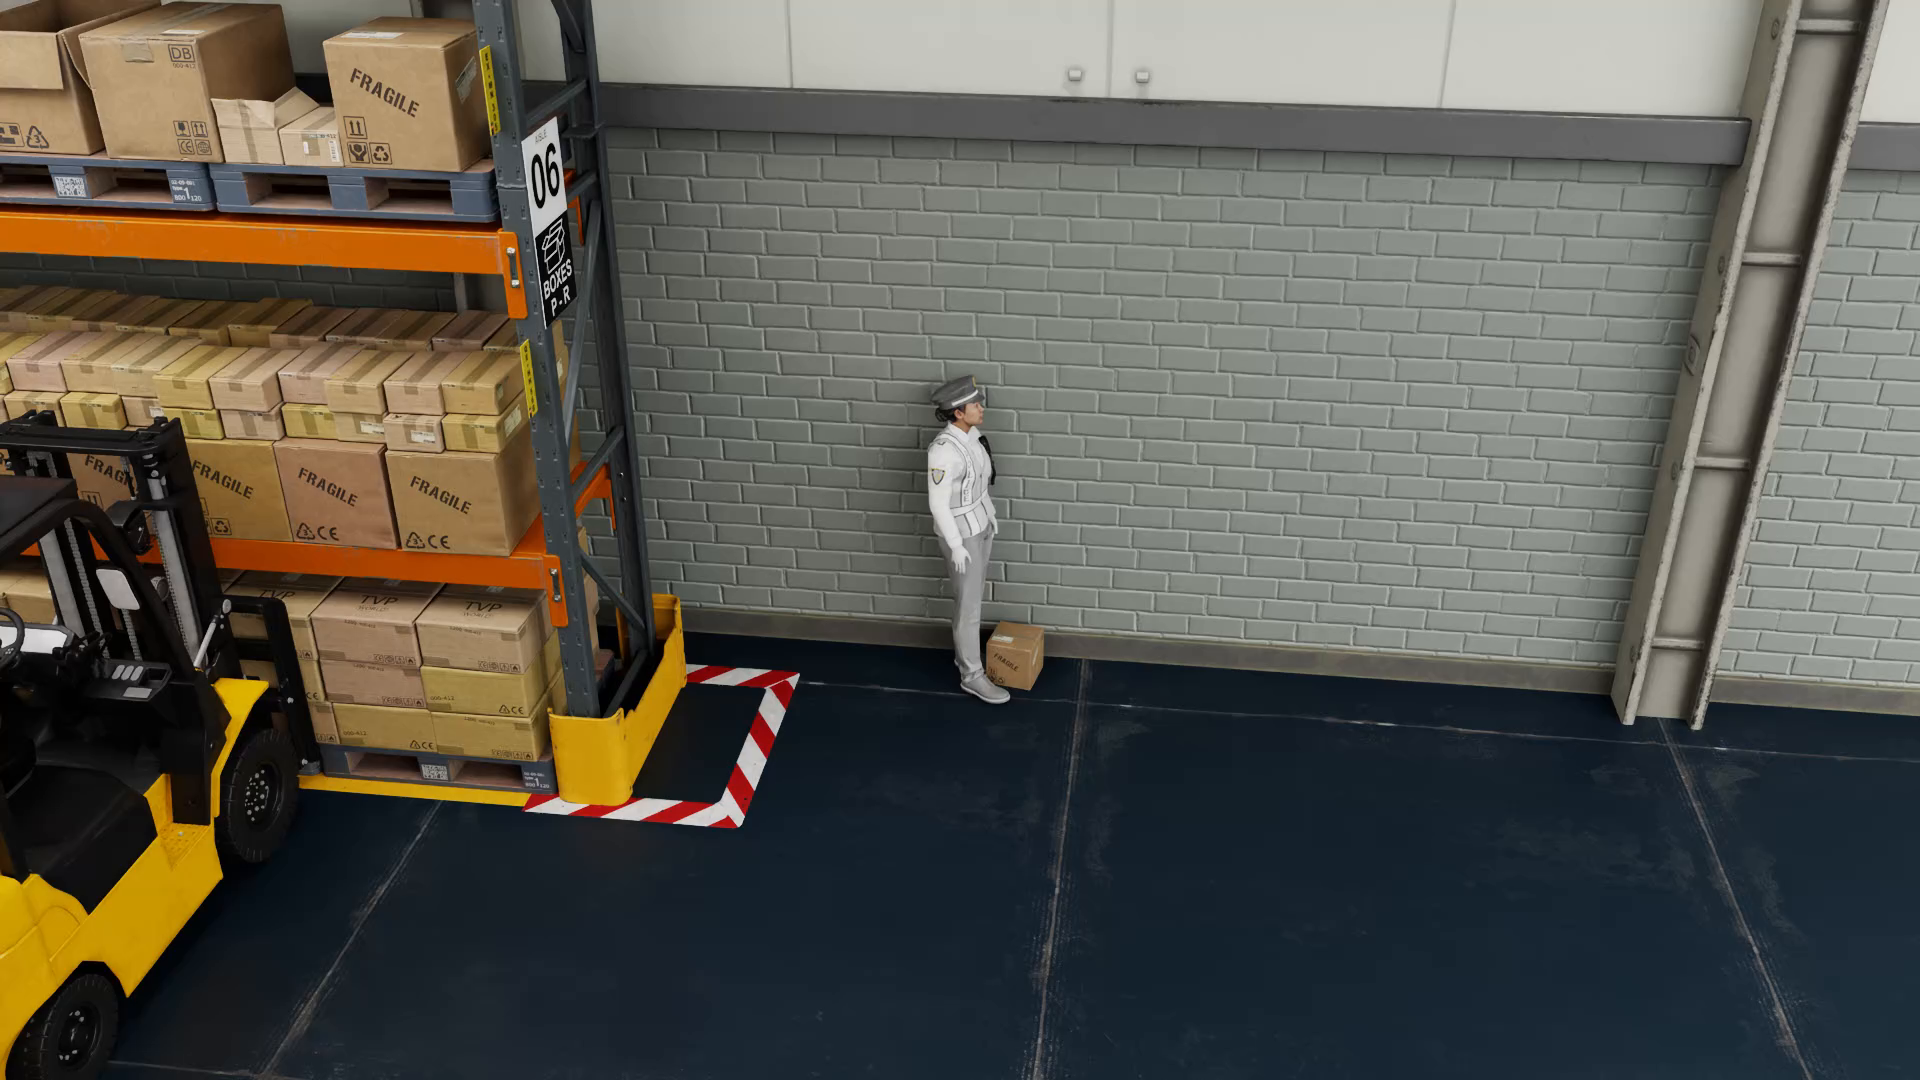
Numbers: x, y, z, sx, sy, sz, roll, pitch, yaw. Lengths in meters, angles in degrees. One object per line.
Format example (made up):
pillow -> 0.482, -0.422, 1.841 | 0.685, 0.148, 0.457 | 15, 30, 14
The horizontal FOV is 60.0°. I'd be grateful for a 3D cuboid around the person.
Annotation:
person -> 0.093, -0.041, 8.645 | 0.530, 1.694, 0.586 | 10, 30, 18
